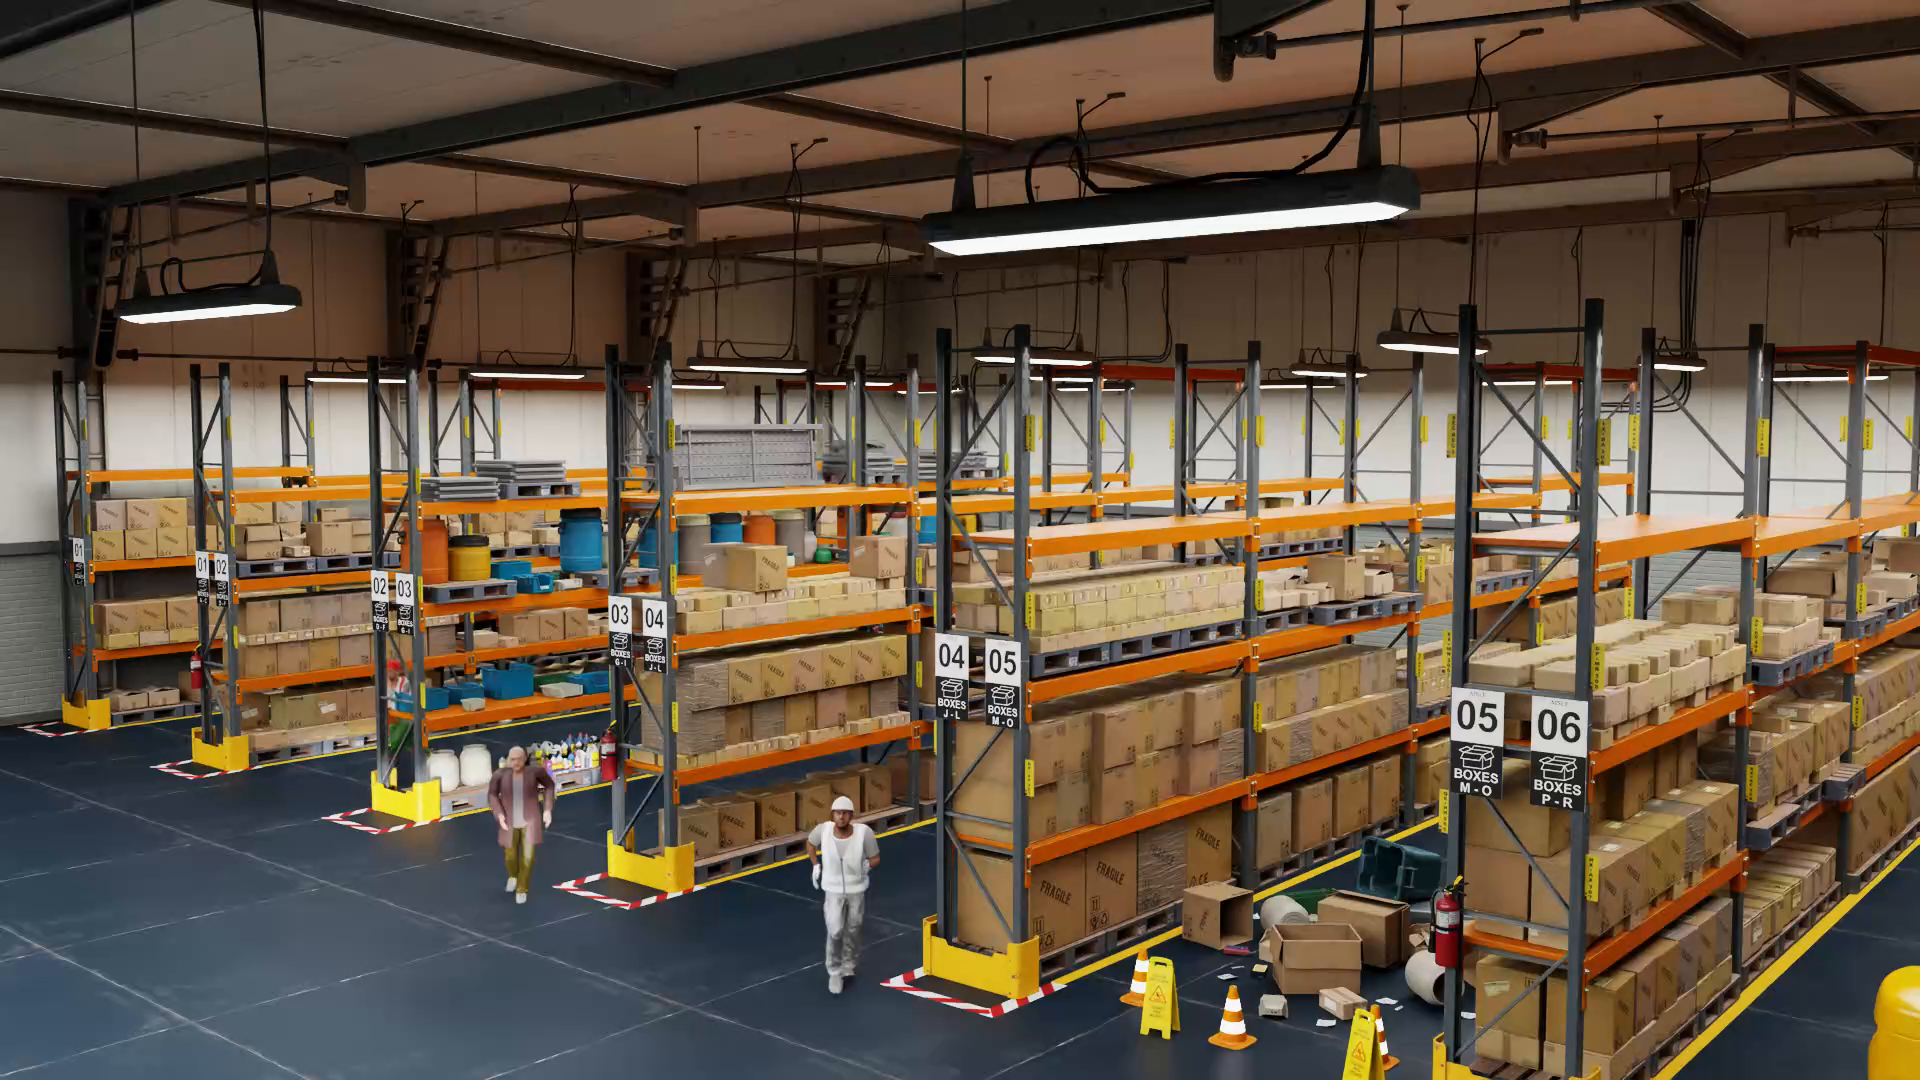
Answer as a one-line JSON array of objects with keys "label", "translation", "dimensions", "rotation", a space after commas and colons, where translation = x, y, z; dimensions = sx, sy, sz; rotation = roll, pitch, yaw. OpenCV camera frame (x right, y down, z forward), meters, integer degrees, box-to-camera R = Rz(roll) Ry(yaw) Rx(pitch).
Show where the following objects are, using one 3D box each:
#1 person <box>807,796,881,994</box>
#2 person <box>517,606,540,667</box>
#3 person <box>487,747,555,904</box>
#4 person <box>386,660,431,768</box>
[{"label": "person", "translation": [-1.055, 3.208, 15.055], "dimensions": [0.677, 1.813, 0.794], "rotation": [0, 4, -3]}, {"label": "person", "translation": [-8.339, 2.076, 32.082], "dimensions": [0.614, 1.597, 0.653], "rotation": [2, 5, 29]}, {"label": "person", "translation": [-4.713, 3.038, 17.940], "dimensions": [0.693, 1.743, 0.854], "rotation": [0, 4, -5]}, {"label": "person", "translation": [-7.973, 2.572, 23.778], "dimensions": [0.658, 1.773, 1.135], "rotation": [2, 4, 23]}]
